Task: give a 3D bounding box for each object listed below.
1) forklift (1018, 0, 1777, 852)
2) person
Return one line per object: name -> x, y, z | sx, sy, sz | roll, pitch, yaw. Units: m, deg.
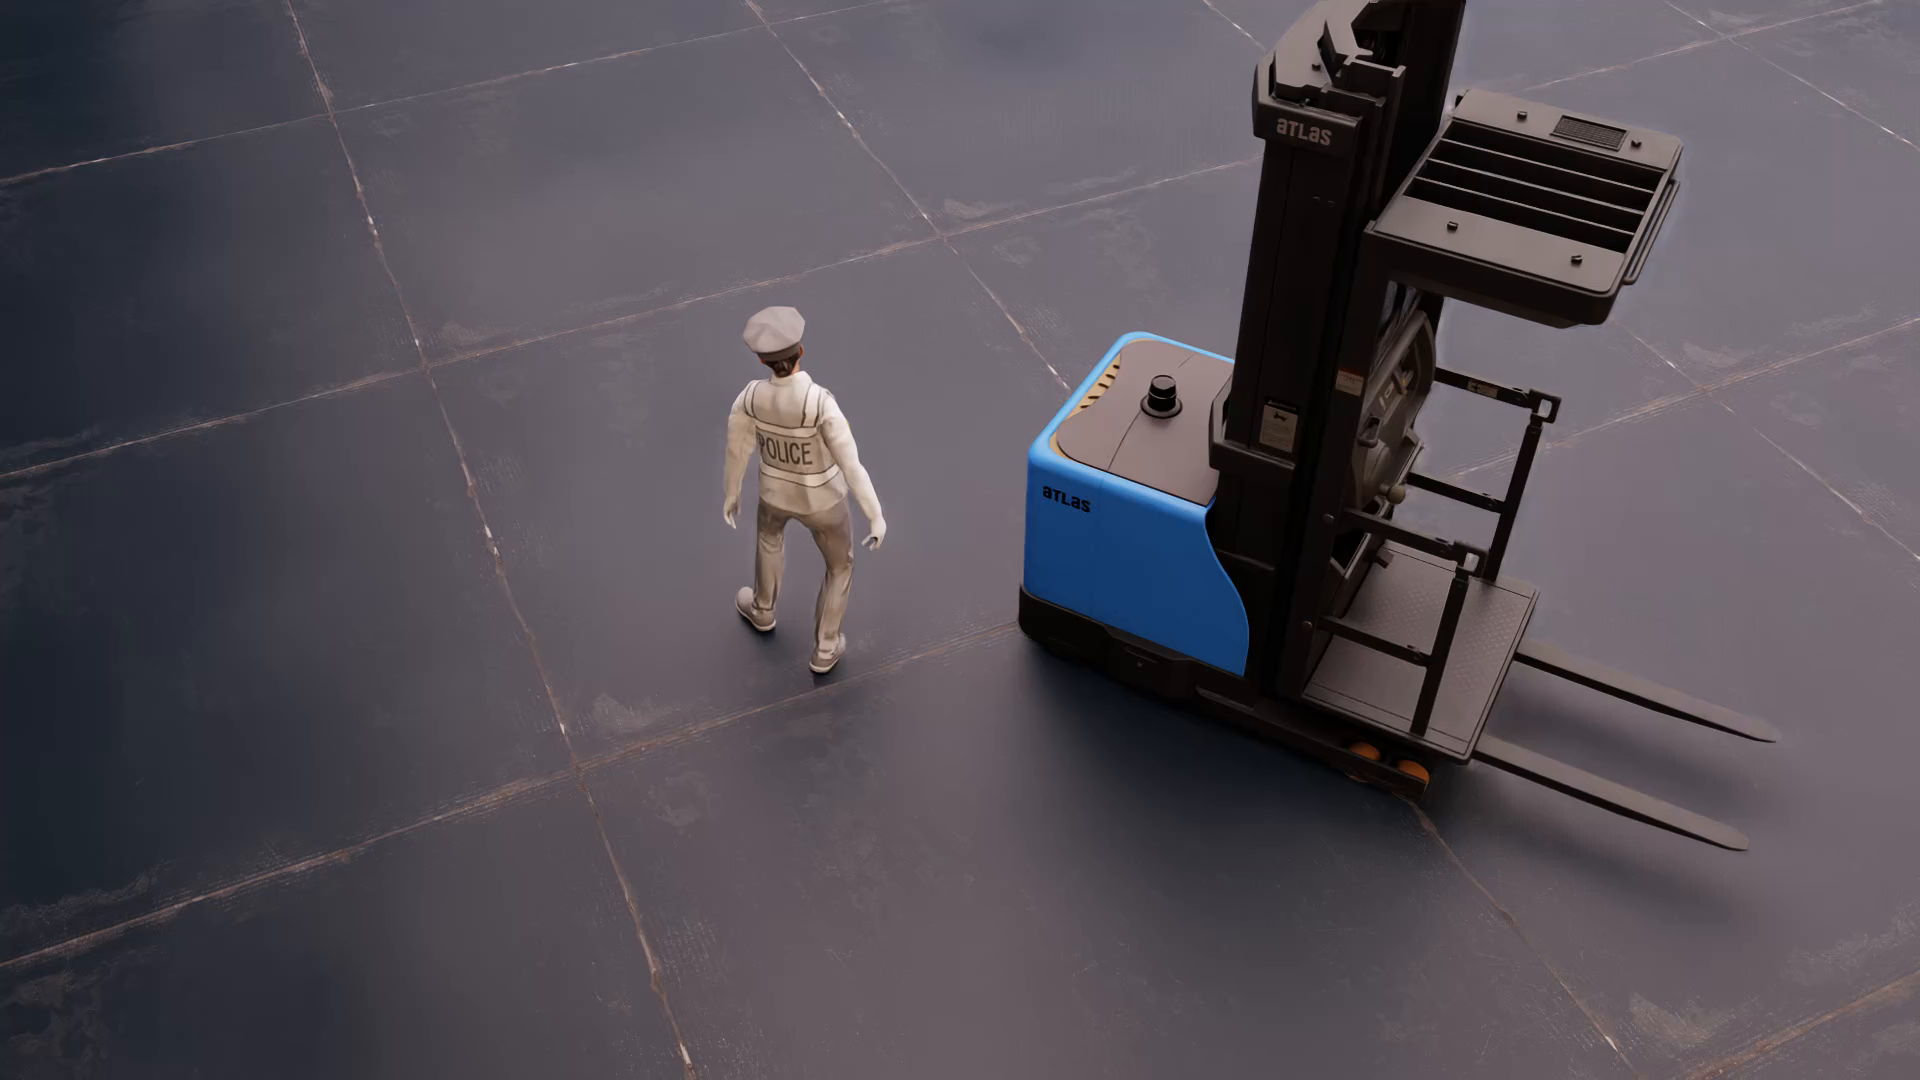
forklift -> 1.798, -0.441, 6.153 | 3.031, 2.935, 1.130 | 21, 47, 21
person -> -0.664, -0.156, 6.852 | 0.812, 1.644, 0.431 | 17, 46, 17
